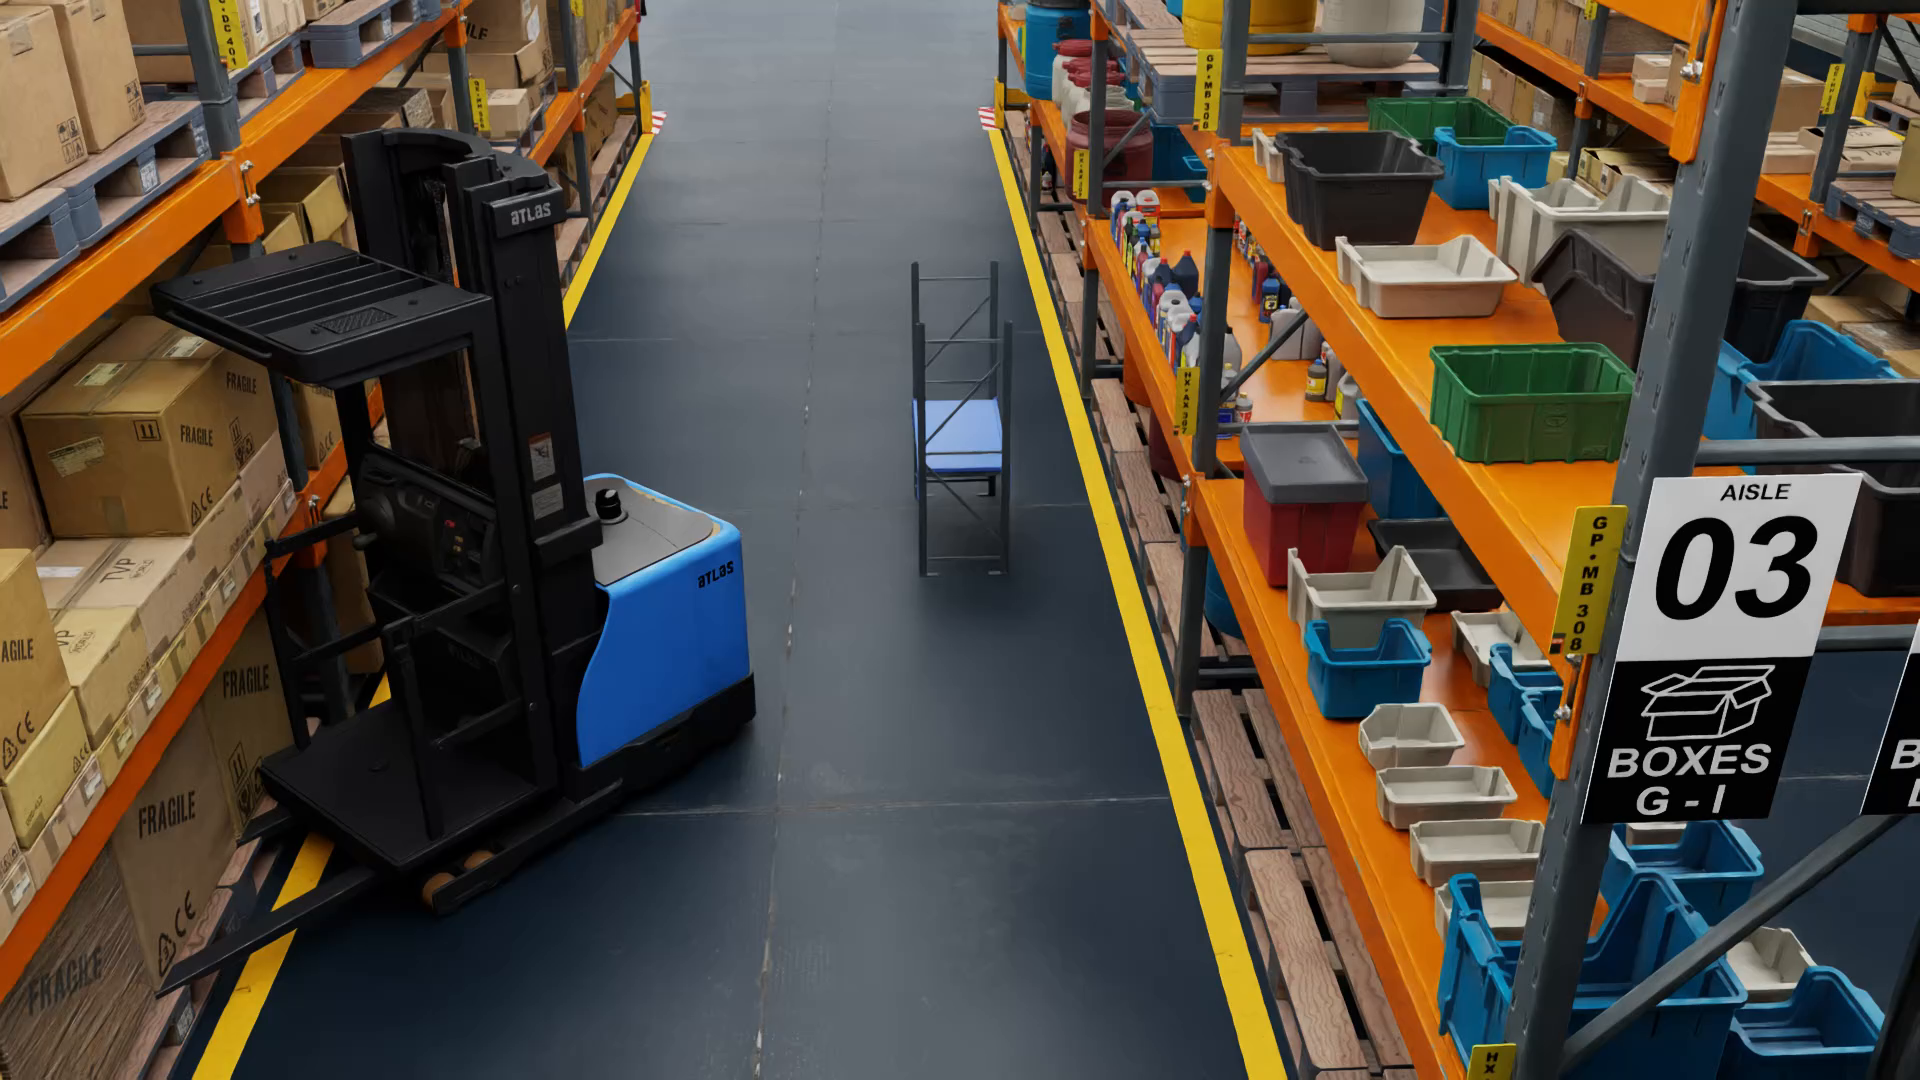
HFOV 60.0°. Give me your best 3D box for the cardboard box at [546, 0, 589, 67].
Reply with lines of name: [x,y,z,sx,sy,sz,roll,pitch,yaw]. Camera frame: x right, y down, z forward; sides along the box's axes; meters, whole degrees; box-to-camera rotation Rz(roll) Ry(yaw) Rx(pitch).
cardboard box: [-3.771,-4.464,14.636,0.875,0.500,0.500,-1,28,-3]

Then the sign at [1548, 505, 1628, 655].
sign: [1.216,0.081,3.221,0.100,0.325,0.005,-1,28,-3]

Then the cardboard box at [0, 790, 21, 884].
cardboard box: [-2.971,0.930,4.565,0.500,0.250,0.500,-2,28,-3]

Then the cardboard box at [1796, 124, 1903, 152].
cardboard box: [6.440,-2.847,12.062,0.500,0.311,0.500,-2,28,-3]

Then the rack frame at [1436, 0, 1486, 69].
rack frame: [5.875,-6.163,18.324,1.000,3.000,0.127,-1,28,-3]

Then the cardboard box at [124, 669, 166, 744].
cardboard box: [-2.968,0.571,5.683,0.380,0.149,0.250,-1,28,-2]

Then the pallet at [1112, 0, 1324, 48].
pallet: [1.354,-2.633,8.516,1.003,0.211,1.213,-1,28,-3]

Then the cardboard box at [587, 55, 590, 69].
cardboard box: [-3.560,-4.304,15.031,0.380,0.149,0.250,-1,28,-3]

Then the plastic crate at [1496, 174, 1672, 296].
plastic crate: [1.957,-0.965,5.241,0.437,0.282,0.530,-1,28,-3]

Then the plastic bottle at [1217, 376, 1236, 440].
plastic bottle: [1.212,-0.623,7.835,0.152,0.276,0.135,-1,28,-3]

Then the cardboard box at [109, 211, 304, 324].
cardboard box: [-3.433,-1.168,7.553,0.797,0.503,0.637,-2,28,-4]

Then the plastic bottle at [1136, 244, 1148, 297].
plastic bottle: [1.061,-1.557,9.618,0.061,0.283,0.133,-1,28,-3]

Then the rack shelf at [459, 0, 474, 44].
rack shelf: [-3.704,-4.166,12.028,1.077,0.370,4.000,-1,28,-3]

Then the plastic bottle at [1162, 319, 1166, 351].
plastic bottle: [1.126,-1.107,8.843,0.097,0.201,0.097,0,28,0]

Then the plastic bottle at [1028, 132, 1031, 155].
plastic bottle: [0.735,-3.982,16.615,0.097,0.271,0.097,0,28,0]

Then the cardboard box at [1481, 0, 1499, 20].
cardboard box: [5.919,-5.749,17.422,0.700,0.500,0.500,-1,28,-1]

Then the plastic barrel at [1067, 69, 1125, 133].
plastic barrel: [1.029,-3.273,12.634,0.433,0.535,0.433,0,28,0]

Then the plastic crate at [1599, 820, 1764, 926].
plastic crate: [2.046,0.965,4.772,0.416,0.233,0.300,-1,28,-3]

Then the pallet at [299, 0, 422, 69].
pallet: [-3.452,-2.665,8.577,1.003,0.211,1.213,0,28,0]

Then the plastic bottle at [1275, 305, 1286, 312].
plastic bottle: [1.727,-1.162,8.949,0.097,0.201,0.097,0,28,0]

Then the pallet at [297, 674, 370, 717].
pallet: [-3.507,0.498,8.568,1.003,0.211,1.213,-1,28,-3]

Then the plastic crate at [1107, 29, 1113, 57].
plastic crate: [1.237,-4.416,15.040,0.767,0.338,0.504,-1,28,-3]

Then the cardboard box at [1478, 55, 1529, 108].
cardboard box: [5.748,-4.748,17.319,0.500,0.500,0.500,-1,28,-3]

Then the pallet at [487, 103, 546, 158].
pallet: [-3.744,-3.060,12.580,1.003,0.211,1.213,-1,28,-3]

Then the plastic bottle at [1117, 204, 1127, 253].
plastic bottle: [1.018,-1.939,10.350,0.061,0.283,0.133,-1,28,-3]

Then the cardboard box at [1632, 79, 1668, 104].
cardboard box: [5.926,-3.791,14.046,0.380,0.149,0.250,-1,28,-3]

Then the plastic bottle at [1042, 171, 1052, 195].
plastic bottle: [0.807,-3.313,15.408,0.097,0.201,0.097,0,28,0]

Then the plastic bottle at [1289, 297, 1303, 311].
plastic bottle: [1.851,-1.206,8.954,0.152,0.276,0.135,-1,28,-3]

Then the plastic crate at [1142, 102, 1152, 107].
plastic crate: [1.567,-3.133,12.444,0.402,0.464,0.583,-1,28,-3]

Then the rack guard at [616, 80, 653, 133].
rack guard: [-4.014,-4.783,18.379,1.175,0.500,0.348,-1,28,-3]

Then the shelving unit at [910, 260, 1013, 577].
shelving unit: [-0.004,-0.704,9.479,0.538,1.500,1.048,-1,28,-3]

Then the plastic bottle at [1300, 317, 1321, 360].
plastic bottle: [1.863,-1.099,8.748,0.152,0.276,0.135,-1,28,-3]

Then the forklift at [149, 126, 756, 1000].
forklift: [-2.314,-0.029,6.637,1.130,2.935,3.031,21,34,35]

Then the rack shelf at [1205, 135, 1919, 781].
rack shelf: [1.660,-0.591,5.174,1.077,0.370,4.000,-1,28,-3]

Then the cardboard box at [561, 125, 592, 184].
cardboard box: [-3.827,-3.607,15.670,0.500,0.500,0.500,7,28,14]

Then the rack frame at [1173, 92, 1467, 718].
rack frame: [1.555,-0.504,7.472,1.000,3.000,0.127,-1,28,-3]

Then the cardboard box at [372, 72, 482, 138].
cardboard box: [-3.797,-2.966,11.630,0.700,0.500,0.500,3,28,5]

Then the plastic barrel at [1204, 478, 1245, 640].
plastic barrel: [1.544,-0.011,8.343,0.600,0.901,0.708,-1,28,-3]

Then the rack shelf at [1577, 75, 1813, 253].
rack shelf: [6.189,-3.074,13.177,1.077,0.370,4.000,-1,28,-3]

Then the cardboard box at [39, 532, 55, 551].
cardboard box: [-3.607,0.004,6.340,0.500,0.250,0.500,-2,28,-3]

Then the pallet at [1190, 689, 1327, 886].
pallet: [1.632,1.071,7.468,1.003,0.211,1.213,-1,28,-3]

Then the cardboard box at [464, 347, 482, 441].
cardboard box: [-3.546,-0.745,9.777,1.225,0.875,0.875,-1,28,-2]

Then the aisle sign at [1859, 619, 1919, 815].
aisle sign: [2.064,0.217,3.279,0.394,0.787,0.004,-1,28,-3]

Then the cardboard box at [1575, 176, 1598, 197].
cardboard box: [5.858,-3.091,14.952,0.500,0.250,0.500,-2,28,-4]

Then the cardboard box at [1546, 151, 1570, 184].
cardboard box: [5.842,-3.492,15.721,0.500,0.250,0.500,-1,28,-3]

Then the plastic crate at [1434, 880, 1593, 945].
plastic crate: [1.541,1.062,4.691,0.396,0.136,0.243,-1,28,-3]

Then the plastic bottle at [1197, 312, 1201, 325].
plastic bottle: [1.283,-1.096,8.747,0.097,0.271,0.097,0,28,0]

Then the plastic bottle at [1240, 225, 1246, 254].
plastic bottle: [1.798,-1.881,10.328,0.097,0.201,0.097,0,28,0]

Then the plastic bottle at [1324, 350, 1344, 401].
plastic bottle: [1.892,-0.841,8.252,0.152,0.276,0.135,-1,28,-3]

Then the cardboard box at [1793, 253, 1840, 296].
cardboard box: [6.020,-1.921,12.101,0.500,0.311,0.500,-1,28,-1]

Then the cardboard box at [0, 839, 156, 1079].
cardboard box: [-3.343,1.505,5.464,0.875,0.875,0.875,-1,28,-3]

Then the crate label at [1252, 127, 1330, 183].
crate label: [1.292,-1.484,6.393,0.293,0.136,0.466,-1,28,-3]
